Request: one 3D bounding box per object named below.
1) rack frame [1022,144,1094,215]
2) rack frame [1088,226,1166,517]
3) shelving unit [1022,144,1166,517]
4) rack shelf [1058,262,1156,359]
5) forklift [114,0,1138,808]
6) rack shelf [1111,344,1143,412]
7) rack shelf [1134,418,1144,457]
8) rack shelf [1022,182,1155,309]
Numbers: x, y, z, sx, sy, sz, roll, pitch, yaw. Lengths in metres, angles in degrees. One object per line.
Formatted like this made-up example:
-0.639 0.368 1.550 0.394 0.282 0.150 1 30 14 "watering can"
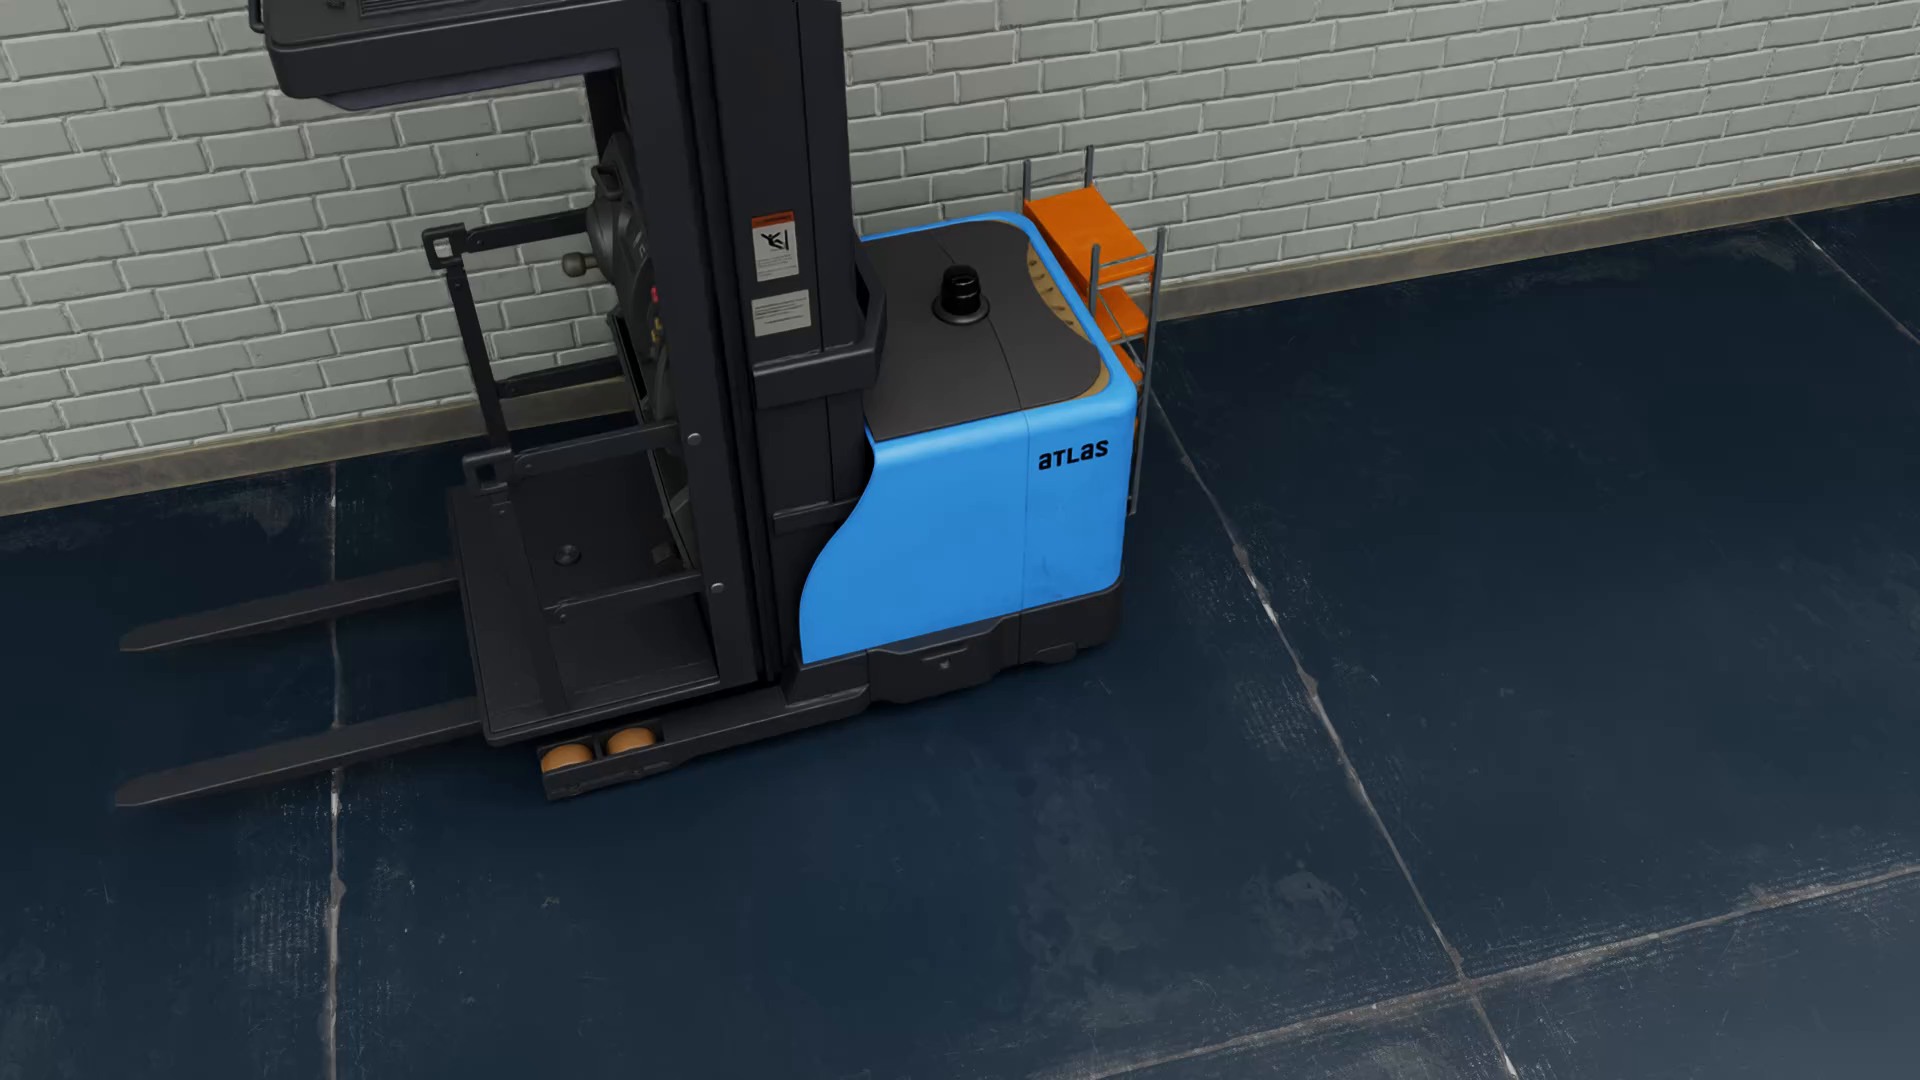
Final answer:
0.315 -0.805 5.699 0.240 1.200 0.015 -17 48 -16 "rack frame"
0.505 -0.484 5.384 0.240 1.200 0.015 -17 48 -16 "rack frame"
0.410 -0.645 5.542 0.258 1.200 0.503 -17 48 -16 "shelving unit"
0.410 -0.754 5.430 0.258 0.148 0.480 -17 48 -16 "rack shelf"
-1.057 -0.682 4.366 3.031 2.935 1.130 -13 47 -13 "forklift"
0.410 -0.598 5.590 0.258 0.148 0.480 -17 48 -16 "rack shelf"
0.410 -0.459 5.732 0.258 0.148 0.480 -17 48 -16 "rack shelf"
0.410 -0.920 5.261 0.258 0.148 0.480 -17 48 -16 "rack shelf"
